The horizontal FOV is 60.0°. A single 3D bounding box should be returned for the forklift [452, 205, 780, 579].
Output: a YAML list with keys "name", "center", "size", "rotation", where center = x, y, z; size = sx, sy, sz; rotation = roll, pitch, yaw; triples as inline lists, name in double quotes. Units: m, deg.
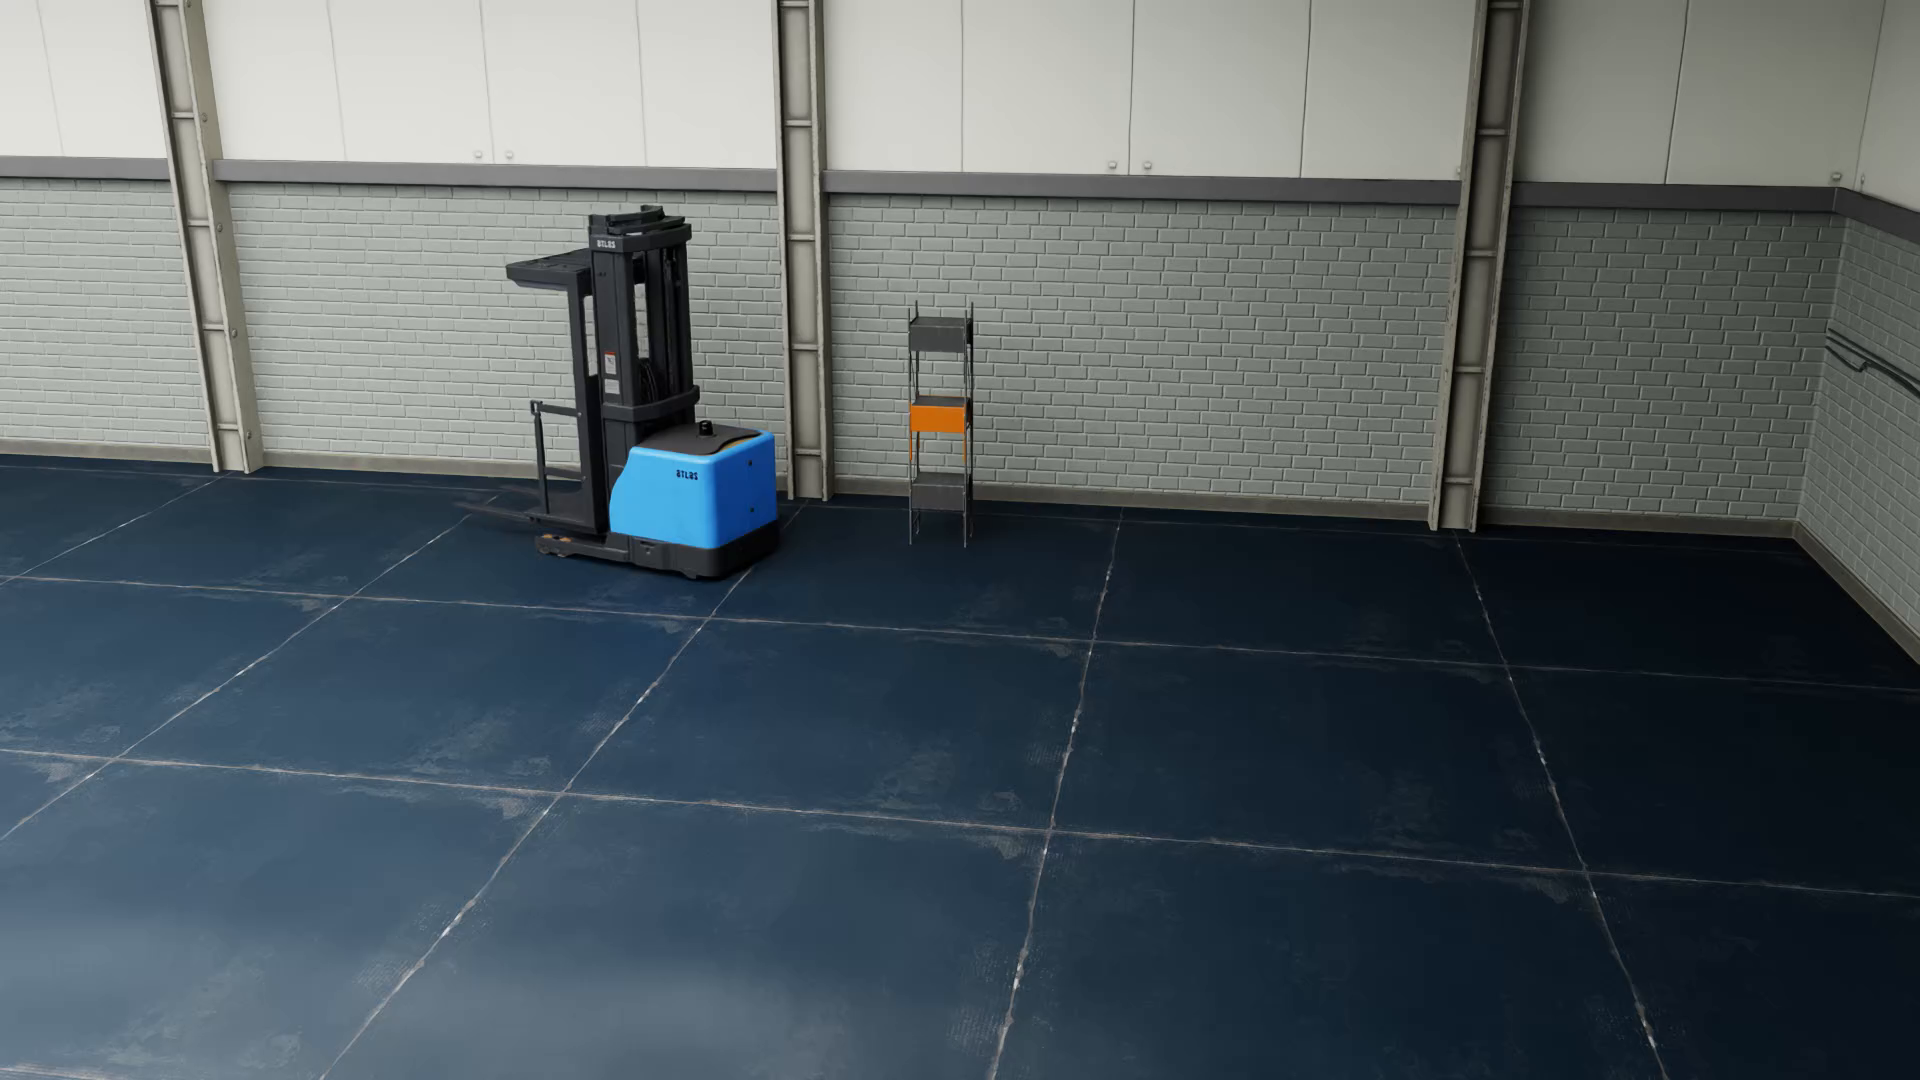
- name: "forklift"
  center: [-3.114, -1.378, 14.301]
  size: [3.031, 2.935, 1.130]
  rotation: [9, 21, 26]

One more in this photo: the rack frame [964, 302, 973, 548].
- name: "rack frame"
  center: [0.077, -0.992, 14.458]
  size: [0.015, 2.100, 0.400]
  rotation: [3, 19, 9]

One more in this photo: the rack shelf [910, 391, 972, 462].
- name: "rack shelf"
  center: [-0.163, -0.991, 14.499]
  size: [0.480, 0.518, 0.431]
  rotation: [3, 19, 9]

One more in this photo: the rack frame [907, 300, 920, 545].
- name: "rack frame"
  center: [-0.404, -1.016, 14.532]
  size: [0.015, 2.100, 0.400]
  rotation: [3, 19, 9]

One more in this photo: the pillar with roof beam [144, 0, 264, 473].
- name: "pillar with roof beam"
  center: [-8.042, -3.651, 11.533]
  size: [0.400, 9.000, 9.100]
  rotation: [3, 19, 9]

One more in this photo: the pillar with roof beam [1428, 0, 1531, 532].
- name: "pillar with roof beam"
  center: [3.806, -3.047, 9.728]
  size: [0.400, 9.000, 9.100]
  rotation: [3, 19, 9]

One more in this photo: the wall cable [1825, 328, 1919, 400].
- name: "wall cable"
  center: [7.188, -2.361, 12.570]
  size: [0.112, 2.526, 3.097]
  rotation: [3, 19, 9]

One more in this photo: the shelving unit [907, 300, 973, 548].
- name: "shelving unit"
  center: [-0.163, -1.004, 14.495]
  size: [0.503, 2.100, 0.431]
  rotation: [3, 19, 9]

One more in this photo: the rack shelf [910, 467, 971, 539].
- name: "rack shelf"
  center: [-0.163, -0.327, 14.721]
  size: [0.480, 0.518, 0.431]
  rotation: [3, 19, 9]

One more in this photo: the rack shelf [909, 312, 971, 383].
- name: "rack shelf"
  center: [-0.163, -1.655, 14.277]
  size: [0.480, 0.518, 0.431]
  rotation: [3, 19, 9]

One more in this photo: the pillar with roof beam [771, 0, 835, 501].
- name: "pillar with roof beam"
  center: [-2.118, -3.349, 10.630]
  size: [0.400, 9.000, 9.100]
  rotation: [3, 19, 9]
